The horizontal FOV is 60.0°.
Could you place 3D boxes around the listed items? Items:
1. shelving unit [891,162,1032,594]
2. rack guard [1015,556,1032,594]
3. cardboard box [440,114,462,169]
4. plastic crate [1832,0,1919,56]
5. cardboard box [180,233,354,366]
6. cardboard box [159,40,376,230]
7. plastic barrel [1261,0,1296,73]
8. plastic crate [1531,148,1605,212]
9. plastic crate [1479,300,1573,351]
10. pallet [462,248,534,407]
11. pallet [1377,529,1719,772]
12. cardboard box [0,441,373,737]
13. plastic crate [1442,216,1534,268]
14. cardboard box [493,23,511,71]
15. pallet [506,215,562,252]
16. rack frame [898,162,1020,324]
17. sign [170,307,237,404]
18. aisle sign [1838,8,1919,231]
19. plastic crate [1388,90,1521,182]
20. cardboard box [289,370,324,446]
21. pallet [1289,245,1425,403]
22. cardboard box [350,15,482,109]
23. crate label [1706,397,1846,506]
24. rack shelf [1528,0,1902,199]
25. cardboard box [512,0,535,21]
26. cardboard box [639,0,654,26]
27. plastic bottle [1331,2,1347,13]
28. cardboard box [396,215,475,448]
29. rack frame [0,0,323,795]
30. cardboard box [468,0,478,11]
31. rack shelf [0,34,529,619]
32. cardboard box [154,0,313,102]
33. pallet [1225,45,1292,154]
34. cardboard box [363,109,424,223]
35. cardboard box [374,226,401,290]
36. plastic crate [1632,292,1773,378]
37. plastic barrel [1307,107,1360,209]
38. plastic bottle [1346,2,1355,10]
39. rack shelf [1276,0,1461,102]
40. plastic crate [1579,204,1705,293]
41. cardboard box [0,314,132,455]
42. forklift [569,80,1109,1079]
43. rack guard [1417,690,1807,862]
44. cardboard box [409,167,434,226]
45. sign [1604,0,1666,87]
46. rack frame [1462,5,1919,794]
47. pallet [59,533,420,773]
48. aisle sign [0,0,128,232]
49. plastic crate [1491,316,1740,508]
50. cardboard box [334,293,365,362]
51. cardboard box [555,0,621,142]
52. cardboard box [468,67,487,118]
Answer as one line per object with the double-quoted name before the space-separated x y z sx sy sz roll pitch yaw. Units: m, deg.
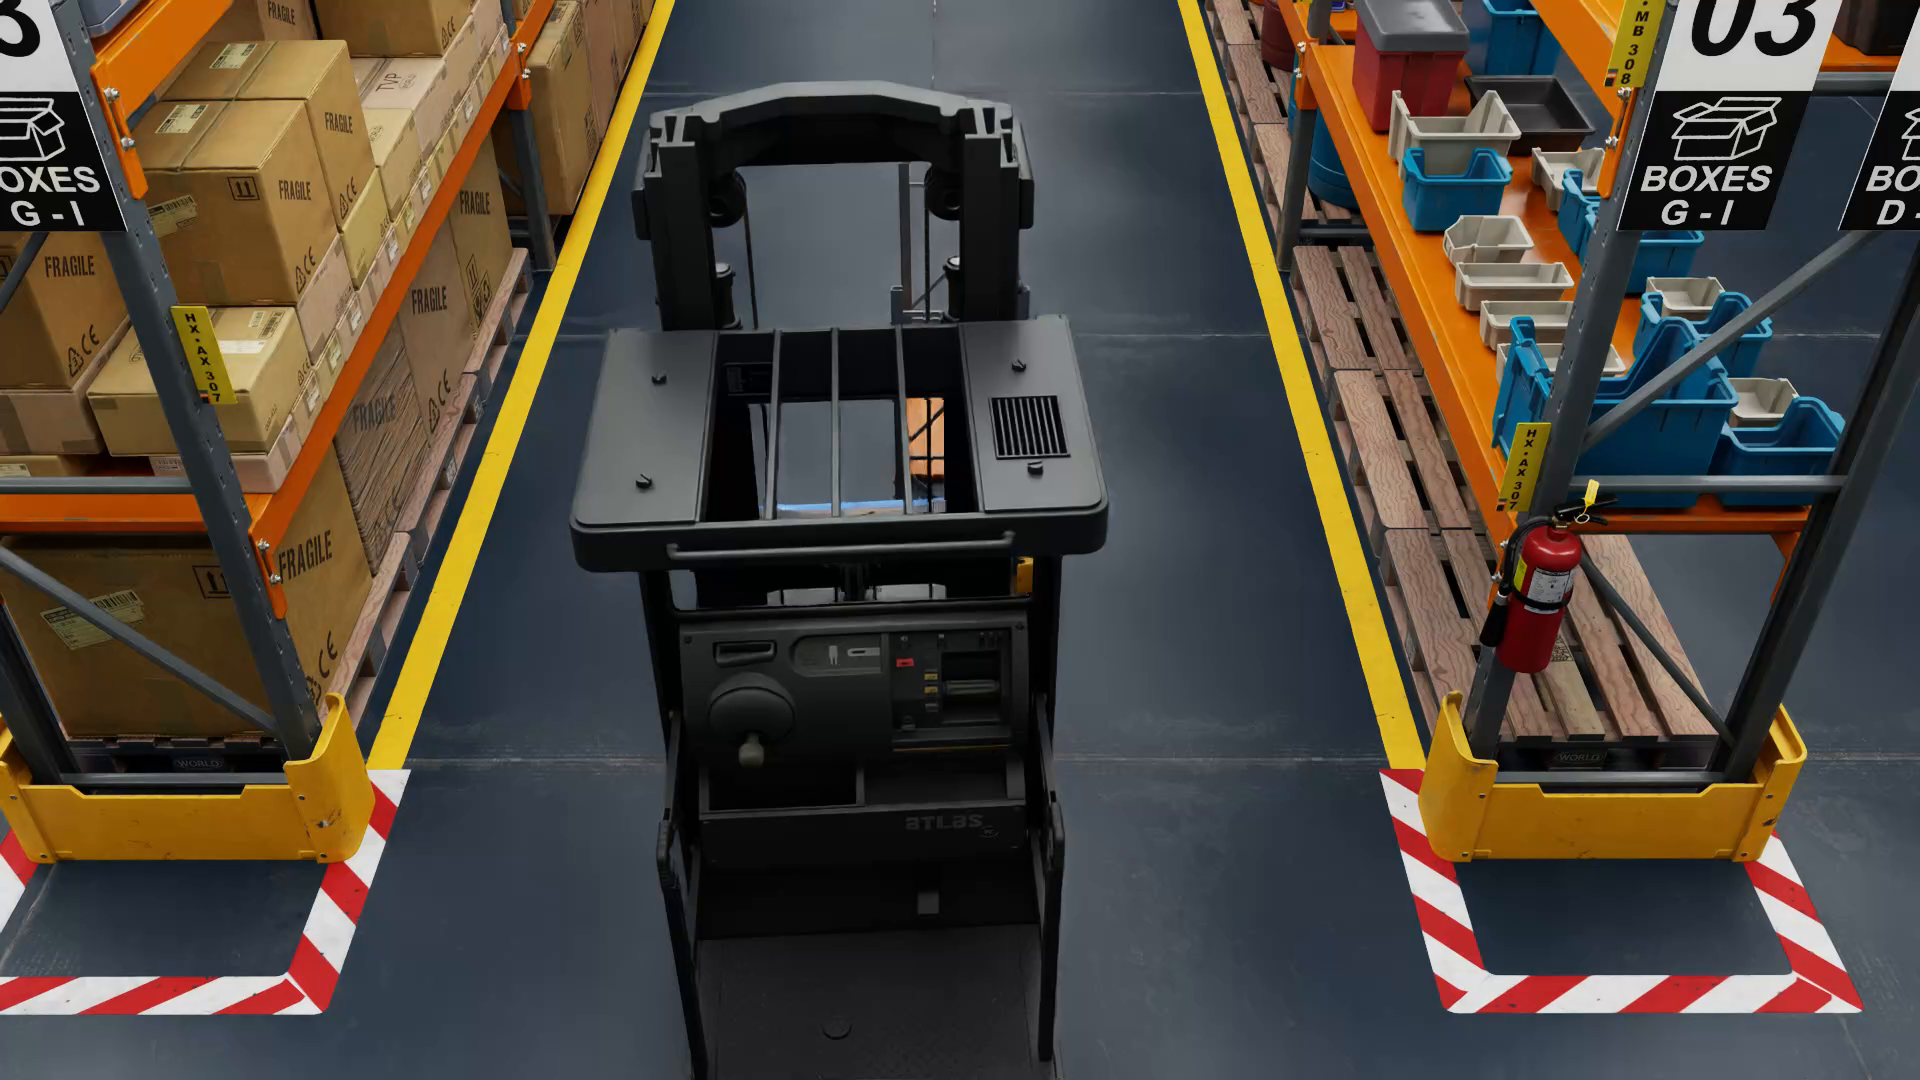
"shelving unit" 0.000 -0.633 6.840 0.587 1.500 1.083 0 39 0
"rack guard" 0.000 0.166 6.843 0.587 0.250 0.087 0 39 0
"cardboard box" -2.388 -1.729 7.209 0.380 0.149 0.250 1 39 1
"plastic crate" 2.518 -1.523 4.458 0.497 0.269 0.590 0 39 0
"cardboard box" -2.451 -0.842 5.784 0.500 0.250 0.500 0 39 -1
"cardboard box" -2.451 -1.446 5.939 0.500 0.500 0.500 -1 39 -1
"plastic barrel" 2.249 -3.376 10.657 0.600 0.588 0.708 0 39 0
"plastic crate" 2.538 -1.496 6.881 0.293 0.136 0.466 0 39 0
"plastic crate" 2.072 -0.774 5.980 0.396 0.136 0.243 0 39 0
"pallet" -2.795 -1.097 8.450 1.003 0.211 1.213 0 39 0
"pallet" 2.278 0.410 6.570 1.003 0.211 1.213 0 39 0
"cardboard box" -2.794 0.106 6.082 0.875 0.875 0.875 0 39 0
"plastic crate" 2.028 -1.134 6.429 0.298 0.136 0.250 0 39 0
"cardboard box" -2.390 -2.372 8.012 0.380 0.149 0.250 0 39 0
"pallet" -2.794 -2.055 9.645 1.003 0.211 1.213 0 39 0
"rack frame" -0.001 -0.957 7.244 0.500 1.500 0.032 0 39 0
"sign" -2.158 -0.525 4.750 0.100 0.325 0.005 0 39 0
"aisle sign" 2.537 -1.132 4.186 0.394 0.787 0.004 0 39 0
"plastic crate" 2.053 -1.686 7.002 0.437 0.282 0.530 0 39 0
"cardboard box" -2.385 -0.444 5.606 0.380 0.149 0.250 -1 39 -1
"pallet" 2.275 -1.116 8.474 1.003 0.211 1.213 0 39 0
"cardboard box" -2.452 -2.119 7.377 0.500 0.250 0.500 1 39 1
"crate label" 2.569 -0.275 5.281 0.416 0.233 0.303 0 39 0
"rack shelf" 2.237 -2.303 5.902 1.077 0.370 4.000 0 39 0
"cardboard box" -2.468 -2.987 8.499 0.500 0.500 0.500 0 39 0
"cardboard box" -2.742 -4.065 11.287 1.225 0.875 0.875 -2 39 -2
"plastic bottle" 1.911 -2.862 8.522 0.152 0.276 0.135 0 39 0
"cardboard box" -2.796 -1.020 7.487 0.875 0.875 0.875 0 39 0
"rack frame" -2.713 -0.159 5.050 1.000 3.000 0.127 0 39 0
"cardboard box" -2.450 -2.723 7.532 0.500 0.500 0.500 1 39 1
"rack shelf" -2.716 -1.129 6.836 1.077 0.370 4.000 0 39 0
"cardboard box" -2.975 -2.078 6.726 0.500 0.500 0.500 -1 39 -1
"pallet" 2.272 -2.823 10.604 1.003 0.211 1.213 0 39 0
"cardboard box" -2.454 -1.483 6.584 0.500 0.250 0.500 -1 39 -1
"cardboard box" -2.388 -1.087 6.409 0.380 0.149 0.250 0 39 -1
"plastic crate" 2.568 -0.687 5.795 0.416 0.233 0.300 0 39 0
"plastic barrel" 2.252 -2.349 9.125 0.600 0.901 0.708 0 39 0
"plastic bottle" 2.036 -2.845 8.560 0.097 0.201 0.097 0 39 0
"rack shelf" 2.233 -3.634 9.961 1.077 0.370 4.000 0 39 0
"plastic crate" 2.567 -1.099 6.308 0.416 0.233 0.300 0 39 0
"cardboard box" -2.979 -0.520 5.382 0.500 0.250 0.500 -1 39 -1
"forklift" -0.265 0.477 4.310 1.130 2.935 3.031 -2 39 -3
"rack guard" 2.253 0.828 5.817 1.175 0.500 0.348 0 39 0
"cardboard box" -2.389 -1.409 6.811 0.380 0.149 0.250 1 39 1
"sign" 1.690 -1.282 4.136 0.100 0.325 0.005 0 39 0
"rack frame" 2.240 -0.163 5.054 1.000 3.000 0.127 0 39 0
"pallet" -2.792 0.429 6.546 1.003 0.211 1.213 0 39 0
"aisle sign" -2.413 -1.129 4.181 0.394 0.787 0.004 0 39 0
"plastic crate" 2.053 -0.409 5.286 0.616 0.435 0.499 0 39 0
"cardboard box" -2.387 -0.767 6.009 0.380 0.149 0.250 -1 39 -1
"cardboard box" -2.740 -2.954 9.901 1.225 0.875 0.875 -1 39 -2
"cardboard box" -2.389 -2.051 7.611 0.380 0.149 0.250 -1 39 -1
